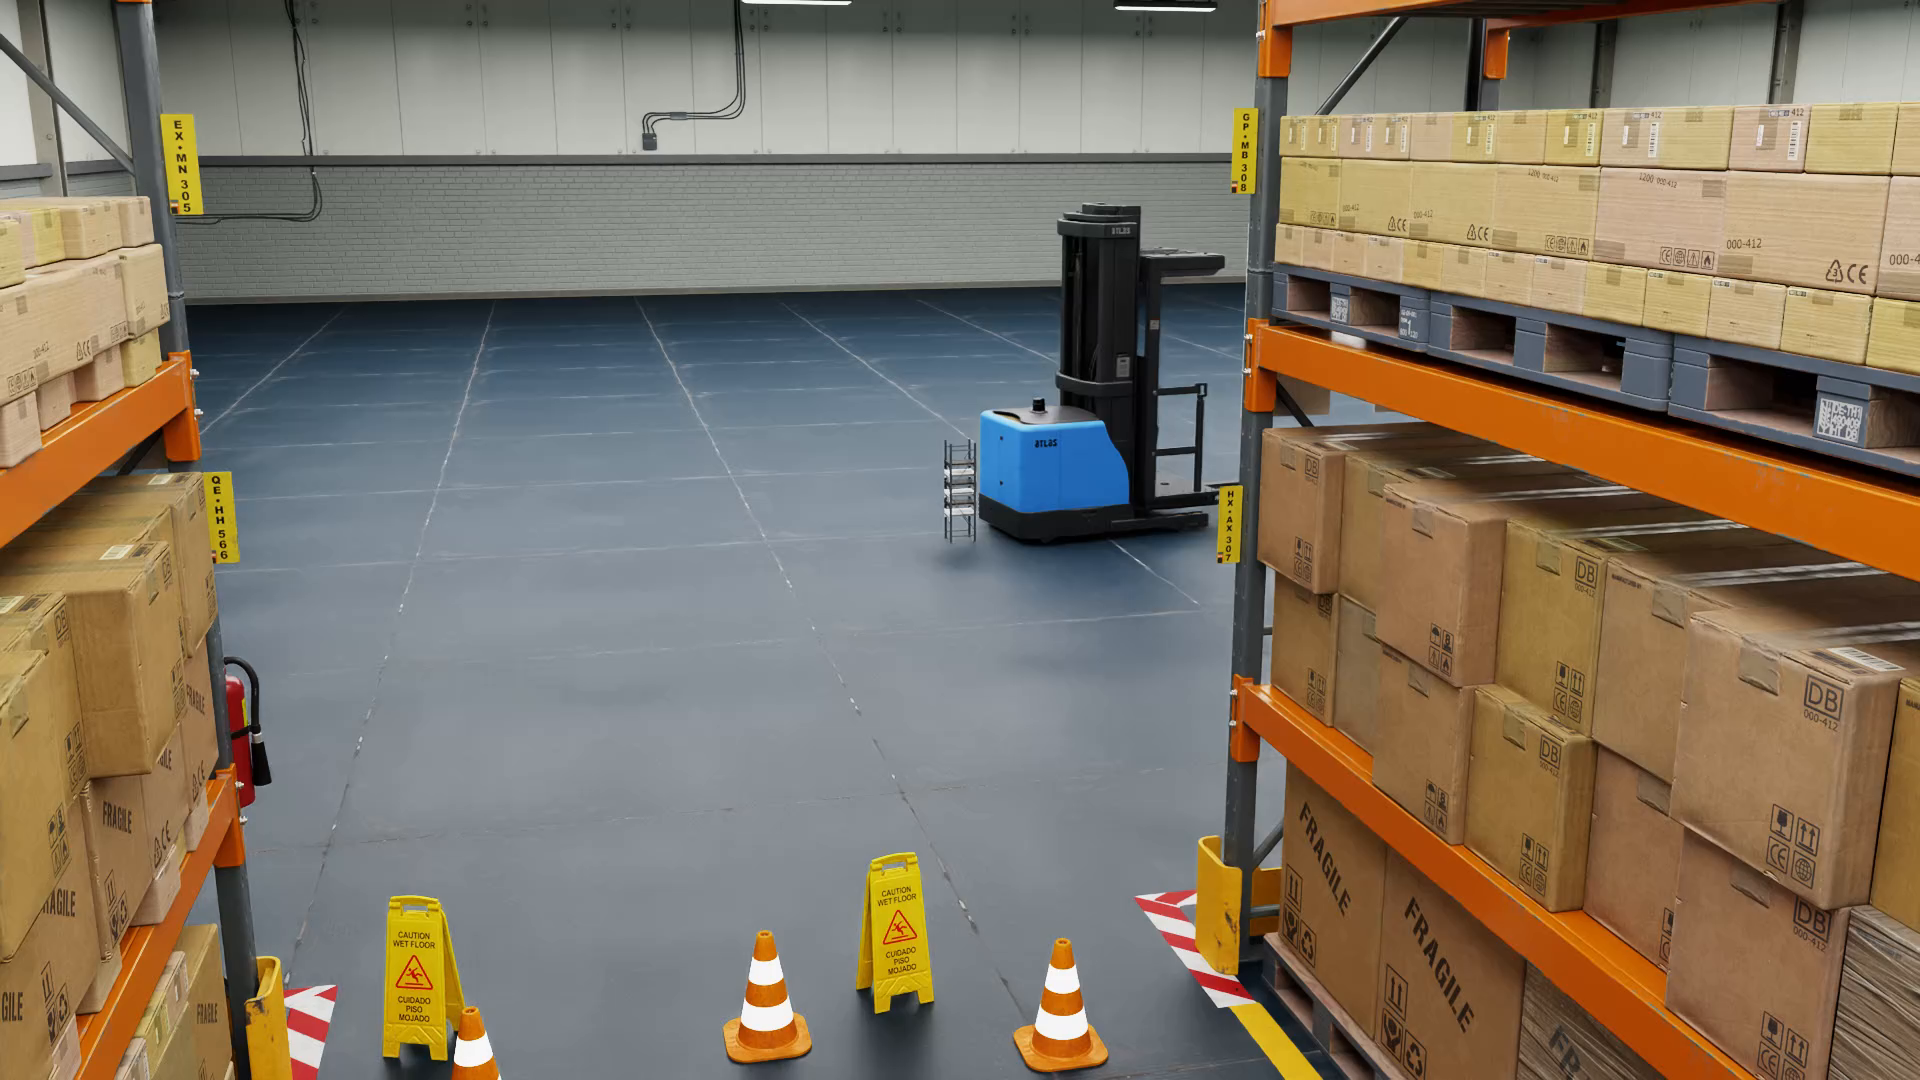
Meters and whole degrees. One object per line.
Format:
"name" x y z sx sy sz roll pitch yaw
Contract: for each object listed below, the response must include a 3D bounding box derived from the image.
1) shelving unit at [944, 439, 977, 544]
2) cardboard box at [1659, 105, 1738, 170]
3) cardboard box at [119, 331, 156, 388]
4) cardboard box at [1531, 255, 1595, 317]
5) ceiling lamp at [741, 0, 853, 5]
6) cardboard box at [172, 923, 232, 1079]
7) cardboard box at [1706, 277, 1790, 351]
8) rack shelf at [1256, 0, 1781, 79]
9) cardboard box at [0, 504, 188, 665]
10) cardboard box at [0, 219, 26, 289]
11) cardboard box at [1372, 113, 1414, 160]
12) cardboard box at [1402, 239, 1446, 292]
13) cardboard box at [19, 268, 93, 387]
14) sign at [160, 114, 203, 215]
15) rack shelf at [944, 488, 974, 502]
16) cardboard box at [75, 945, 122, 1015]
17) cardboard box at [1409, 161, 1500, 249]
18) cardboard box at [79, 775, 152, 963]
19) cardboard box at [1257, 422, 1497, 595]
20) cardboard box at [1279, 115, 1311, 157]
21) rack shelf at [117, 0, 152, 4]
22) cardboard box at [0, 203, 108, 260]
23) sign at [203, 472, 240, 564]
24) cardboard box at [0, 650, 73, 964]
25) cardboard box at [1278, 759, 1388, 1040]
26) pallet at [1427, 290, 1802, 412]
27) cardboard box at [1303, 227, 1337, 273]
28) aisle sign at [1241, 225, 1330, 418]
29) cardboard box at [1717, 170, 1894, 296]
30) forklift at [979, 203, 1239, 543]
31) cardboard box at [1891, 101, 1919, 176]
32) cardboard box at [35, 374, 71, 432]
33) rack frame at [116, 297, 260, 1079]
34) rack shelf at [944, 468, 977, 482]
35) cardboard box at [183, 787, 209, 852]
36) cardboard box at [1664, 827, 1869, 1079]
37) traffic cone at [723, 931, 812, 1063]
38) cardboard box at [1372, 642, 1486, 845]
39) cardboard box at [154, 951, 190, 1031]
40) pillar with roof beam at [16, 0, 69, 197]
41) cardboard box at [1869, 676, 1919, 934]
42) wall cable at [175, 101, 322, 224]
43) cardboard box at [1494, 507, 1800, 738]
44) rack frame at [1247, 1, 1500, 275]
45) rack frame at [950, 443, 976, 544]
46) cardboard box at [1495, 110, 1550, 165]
"shelving unit" 0.002 -0.435 14.813 0.258 0.900 0.210 -3 14 -13
"cardboard box" 1.961 -0.987 4.078 0.380 0.149 0.250 -3 14 -13
"cardboard box" -2.686 -0.548 5.057 0.380 0.149 0.250 -3 14 -13
"cardboard box" 1.840 -0.717 4.656 0.380 0.149 0.250 -3 14 -13
"ceiling lamp" -3.006 -11.302 29.929 2.000 3.185 0.800 -3 14 -13
"cardboard box" -2.690 1.603 5.374 0.500 0.500 0.500 -3 14 -13
"cardboard box" 2.018 -0.542 3.938 0.380 0.149 0.250 -3 14 -13
"rack shelf" 2.126 -1.543 4.641 1.077 0.370 4.000 -3 14 -13
"cardboard box" -2.688 0.209 4.806 0.700 0.500 0.500 -3 14 -13
"cardboard box" -2.372 -0.644 3.771 0.380 0.149 0.250 -3 14 -12
"cardboard box" 1.602 -1.339 5.521 0.380 0.149 0.250 -3 14 -13
"cardboard box" 1.663 -0.892 5.370 0.380 0.149 0.250 -3 14 -13
"cardboard box" -2.506 -0.525 4.125 0.500 0.250 0.500 -3 14 -12
"sign" -2.587 -1.248 5.531 0.100 0.325 0.005 -3 14 -13
"rack shelf" 0.002 -0.403 14.820 0.258 0.077 0.200 -3 14 -13
"cardboard box" -2.467 1.153 4.418 0.380 0.149 0.250 -3 14 -14
"cardboard box" 1.760 -1.056 5.204 0.500 0.250 0.500 -3 14 -14
"cardboard box" -2.509 0.813 4.440 0.500 0.500 0.500 -3 14 -13
"cardboard box" 1.706 -0.144 6.603 0.875 0.550 0.550 -3 14 -13
"cardboard box" 1.425 -1.514 6.238 0.380 0.149 0.250 -3 14 -13
"rack shelf" -2.662 -1.437 3.369 1.077 0.370 4.000 -3 14 -13
"cardboard box" -2.664 -0.876 4.722 0.380 0.149 0.250 -3 14 -14
"sign" -2.587 -0.077 5.817 0.100 0.325 0.005 -3 14 -13
"cardboard box" -2.275 0.559 3.374 0.700 0.500 0.500 -4 14 -14
"cardboard box" 1.880 1.347 6.686 0.875 0.875 0.875 -3 14 -13
"pallet" 2.131 -0.596 4.911 1.003 0.211 1.213 -3 14 -13
"cardboard box" 1.486 -1.066 6.083 0.380 0.149 0.250 -3 14 -13
"aisle sign" 1.348 -0.896 6.799 0.394 0.787 0.004 -3 14 -13
"cardboard box" 2.112 -0.709 3.780 0.500 0.250 0.500 -3 14 -13
"forklift" 1.739 -1.604 15.315 3.031 2.935 1.130 -6 15 -22
"cardboard box" 2.141 -0.811 3.361 0.380 0.149 0.250 -3 14 -13
"cardboard box" -2.557 -0.367 4.320 0.380 0.149 0.250 -3 14 -14
"rack frame" -3.132 0.665 5.884 1.000 3.000 0.127 -3 14 -13
"rack shelf" 0.002 -0.578 14.778 0.258 0.077 0.200 -3 14 -13
"cardboard box" -2.669 0.914 5.395 0.380 0.149 0.250 -3 14 -14
"cardboard box" 2.346 1.006 4.174 0.875 0.550 0.550 -3 14 -13
"traffic cone" -0.778 1.785 6.648 0.336 0.463 0.334 -3 14 -13
"cardboard box" 1.947 0.638 5.679 0.875 0.550 0.550 -3 14 -13
"cardboard box" -2.539 1.369 4.966 0.380 0.149 0.250 -3 14 -12
"pillar with roof beam" -10.120 -7.537 26.817 9.100 9.000 0.400 -3 14 -13
"cardboard box" 2.542 0.604 3.542 0.875 0.550 0.550 -3 14 -13
"wall cable" -15.120 -7.926 34.953 3.097 2.526 0.112 -3 14 -13
"cardboard box" 2.175 0.230 5.075 0.875 0.550 0.500 -3 14 -13
"rack frame" 1.656 -2.548 6.397 1.000 3.000 0.127 -3 14 -13
"rack frame" 0.026 -0.412 14.717 0.240 0.900 0.006 -3 14 -13
"cardboard box" 1.783 -1.162 4.796 0.380 0.149 0.250 -3 14 -12
